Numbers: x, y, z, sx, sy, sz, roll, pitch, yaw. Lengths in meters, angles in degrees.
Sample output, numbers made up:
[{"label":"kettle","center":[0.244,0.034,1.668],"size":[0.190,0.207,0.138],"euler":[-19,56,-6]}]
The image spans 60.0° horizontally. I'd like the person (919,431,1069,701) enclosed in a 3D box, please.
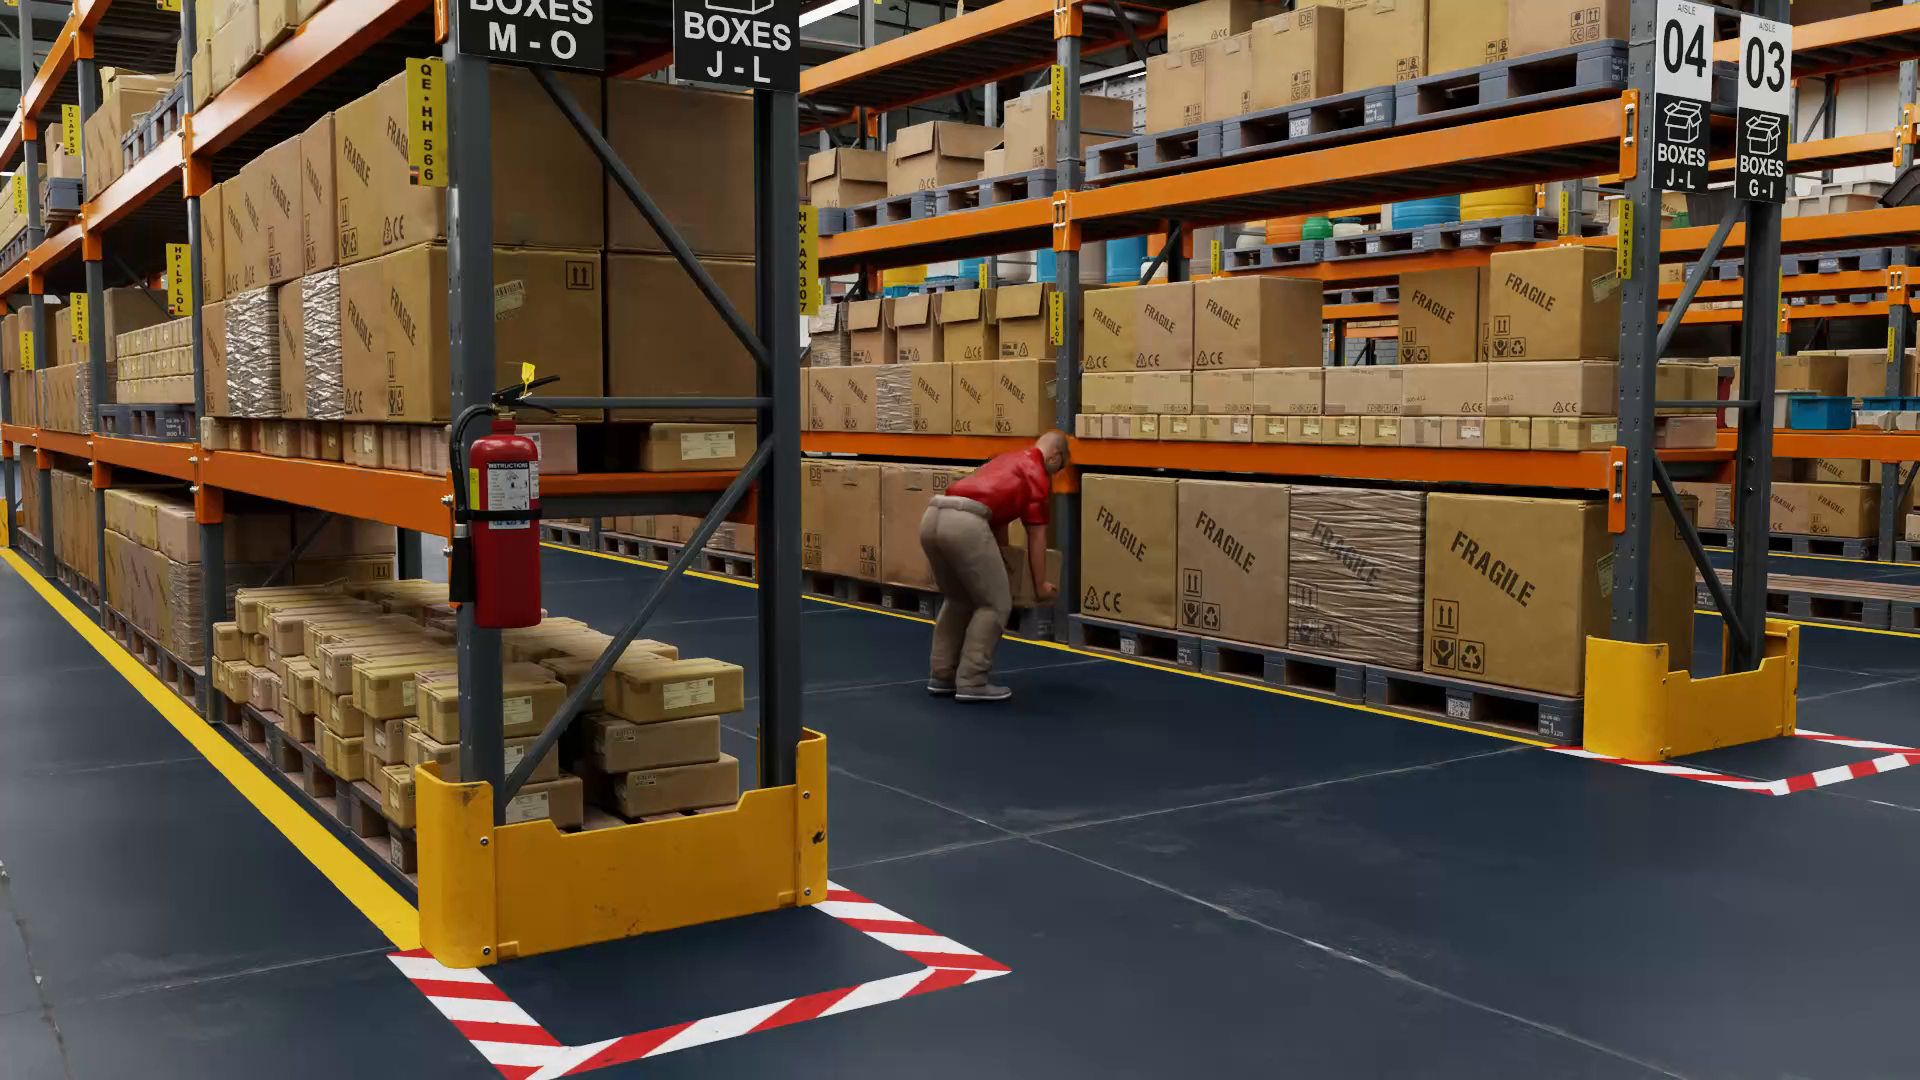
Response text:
[{"label":"person","center":[0.209,0.121,8.678],"size":[0.876,1.373,0.473],"euler":[-3,6,-35]}]
